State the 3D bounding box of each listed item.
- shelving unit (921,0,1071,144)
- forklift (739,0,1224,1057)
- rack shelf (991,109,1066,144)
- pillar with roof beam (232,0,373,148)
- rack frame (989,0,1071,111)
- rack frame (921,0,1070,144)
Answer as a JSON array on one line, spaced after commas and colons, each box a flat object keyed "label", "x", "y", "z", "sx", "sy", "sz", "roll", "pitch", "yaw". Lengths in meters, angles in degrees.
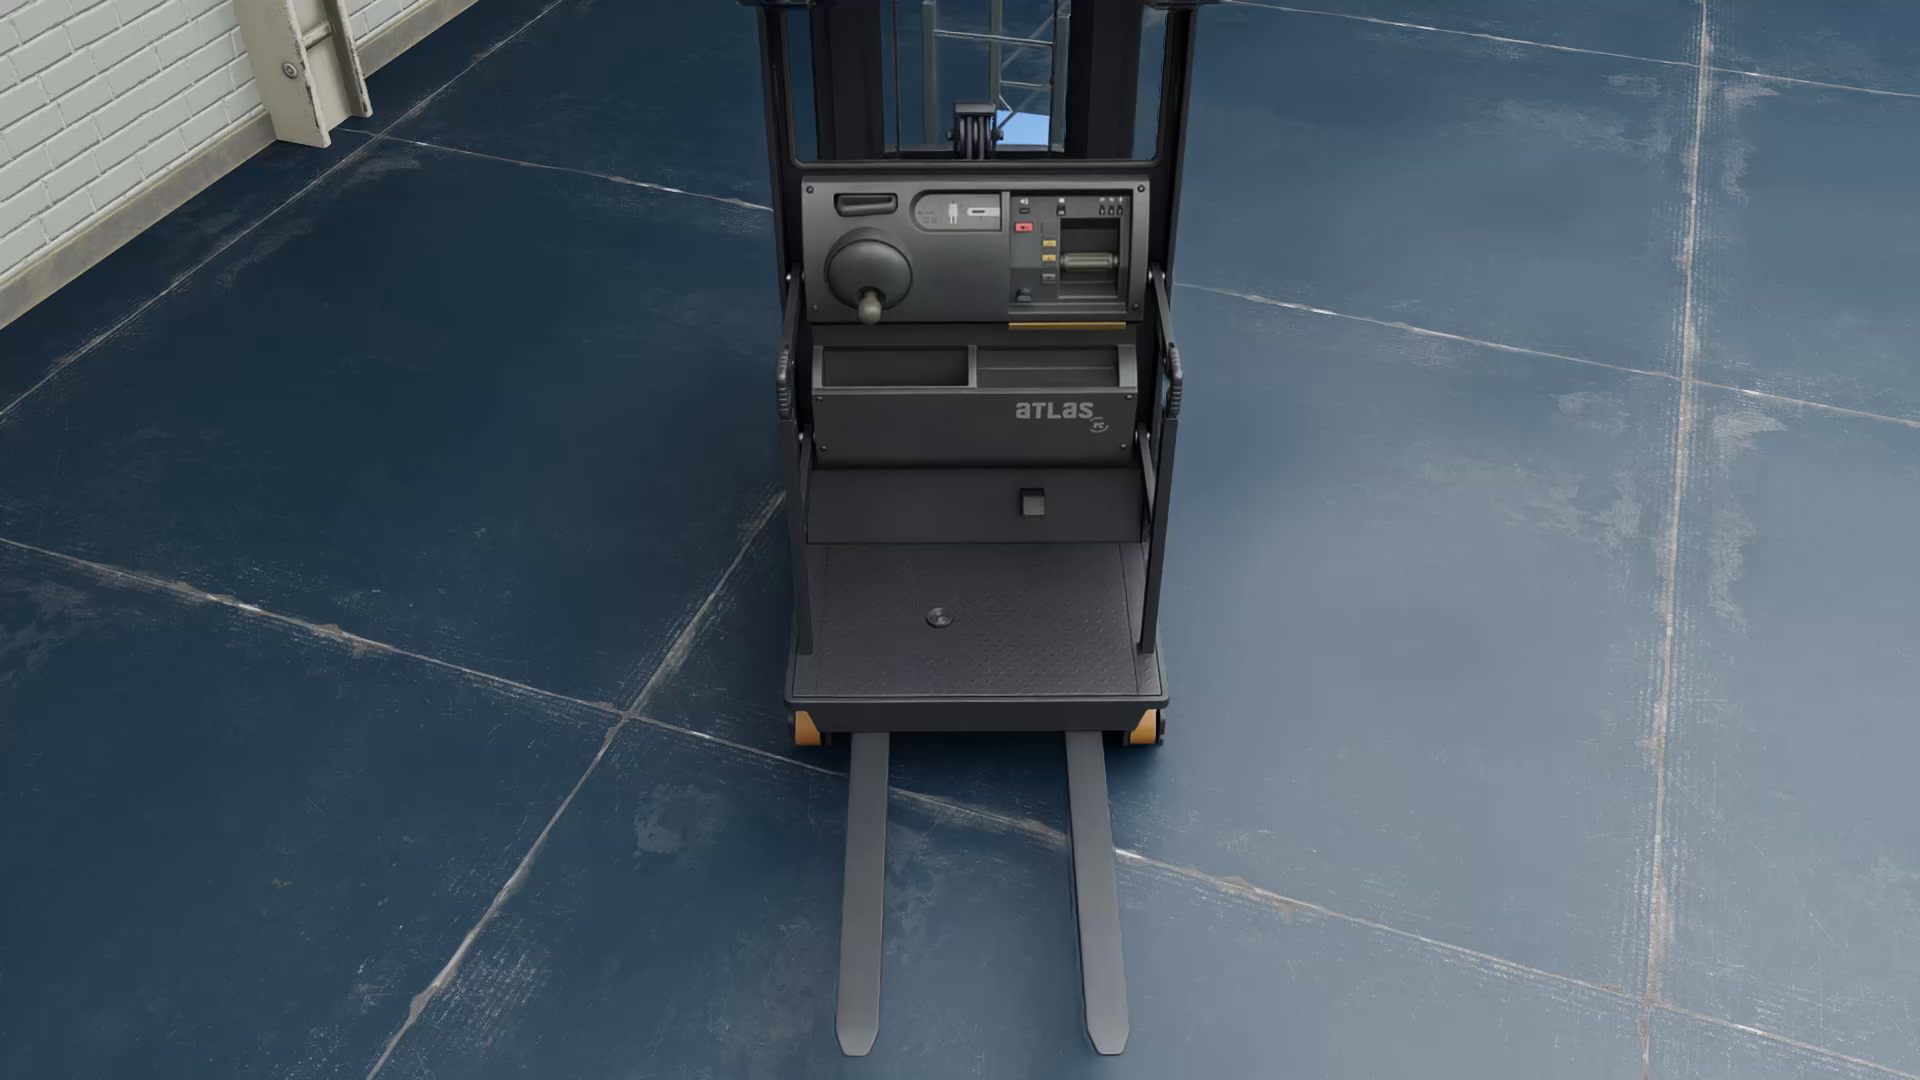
[{"label": "shelving unit", "x": 0.240, "y": -1.510, "z": 6.364, "sx": 0.538, "sy": 1.500, "sz": 1.048, "roll": 9, "pitch": 41, "yaw": 11}, {"label": "forklift", "x": 0.045, "y": -0.700, "z": 4.312, "sx": 1.130, "sy": 2.935, "sz": 3.031, "roll": 0, "pitch": 40, "yaw": 0}, {"label": "rack shelf", "x": 0.240, "y": -1.373, "z": 6.481, "sx": 0.538, "sy": 0.185, "sz": 1.000, "roll": 9, "pitch": 41, "yaw": 11}, {"label": "pillar with roof beam", "x": 0.933, "y": -4.495, "z": 4.086, "sx": 9.100, "sy": 9.000, "sz": 0.400, "roll": 13, "pitch": 42, "yaw": 15}, {"label": "rack frame", "x": 0.364, "y": -1.830, "z": 6.739, "sx": 0.500, "sy": 1.500, "sz": 0.032, "roll": 9, "pitch": 41, "yaw": 11}, {"label": "rack frame", "x": 0.115, "y": -1.190, "z": 5.989, "sx": 0.500, "sy": 1.500, "sz": 0.032, "roll": 9, "pitch": 41, "yaw": 11}]
